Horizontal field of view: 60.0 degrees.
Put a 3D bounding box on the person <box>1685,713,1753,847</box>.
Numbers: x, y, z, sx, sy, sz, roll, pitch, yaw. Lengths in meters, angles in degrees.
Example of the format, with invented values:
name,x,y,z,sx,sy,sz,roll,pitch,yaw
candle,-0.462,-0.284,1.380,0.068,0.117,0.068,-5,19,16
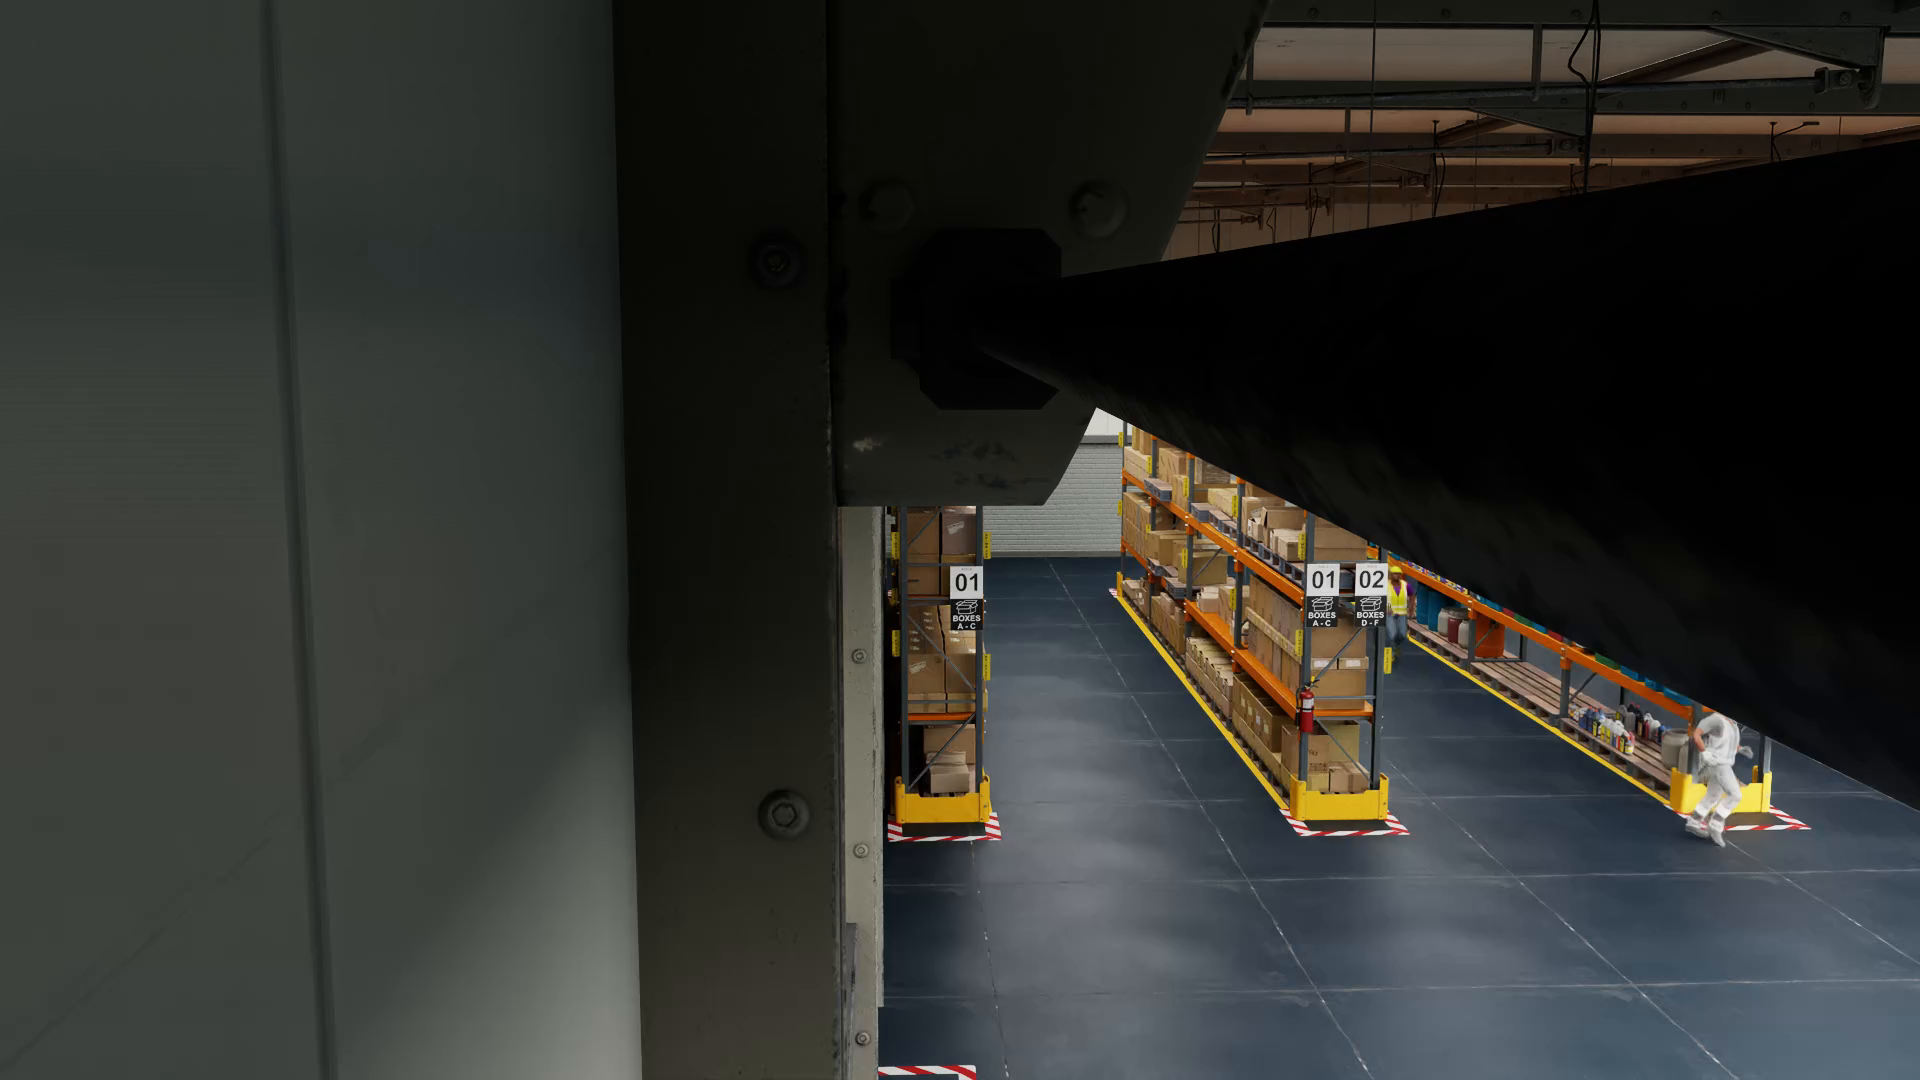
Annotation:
name,x,y,z,sx,sy,sz,roll,pitch,yaw
person,9.071,2.699,19.796,0.666,1.791,0.687,6,10,38

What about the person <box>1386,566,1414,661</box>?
name,x,y,z,sx,sy,sz,roll,pitch,yaw
person,7.766,1.315,29.624,0.731,1.718,0.597,0,8,-1
